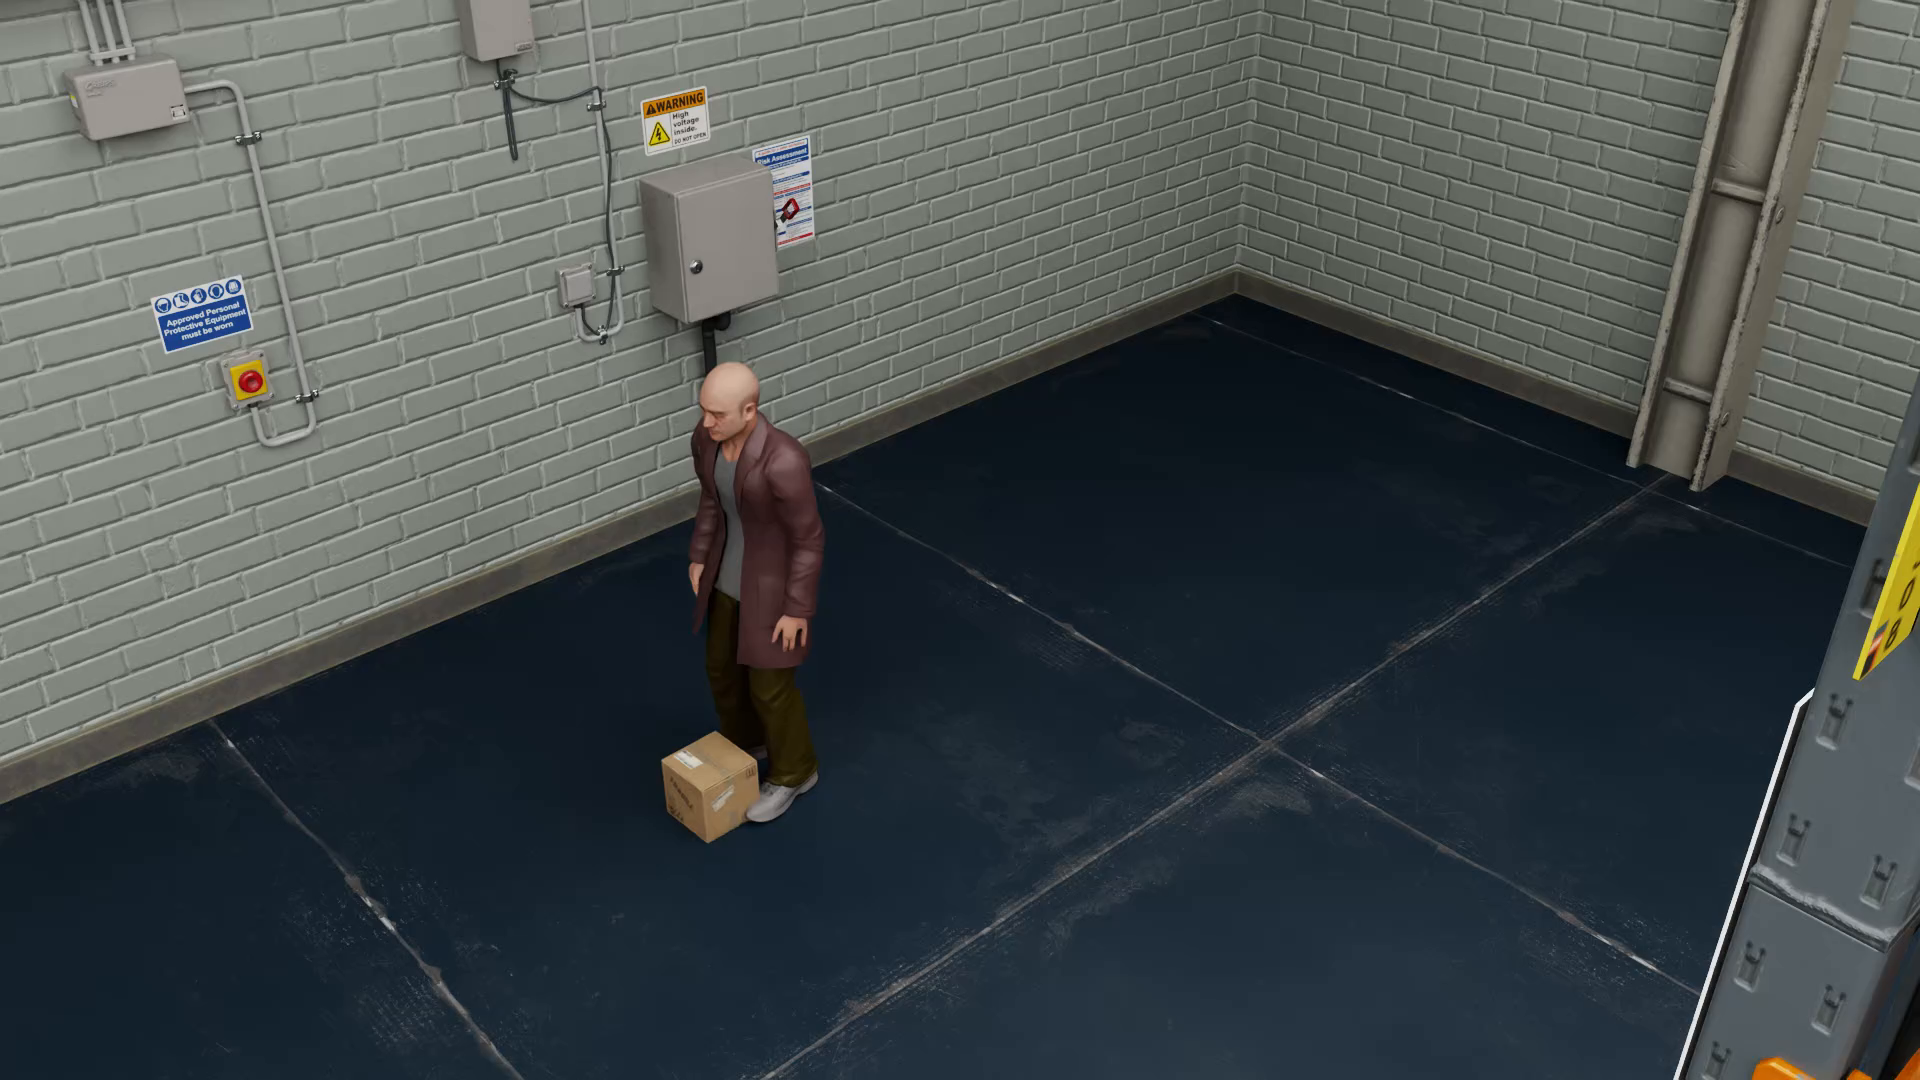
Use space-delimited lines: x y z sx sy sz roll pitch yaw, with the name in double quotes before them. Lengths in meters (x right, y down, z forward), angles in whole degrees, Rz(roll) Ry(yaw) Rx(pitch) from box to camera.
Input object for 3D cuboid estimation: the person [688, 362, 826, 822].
"person" -0.733 0.166 5.877 0.427 1.773 0.631 -27 41 -37
